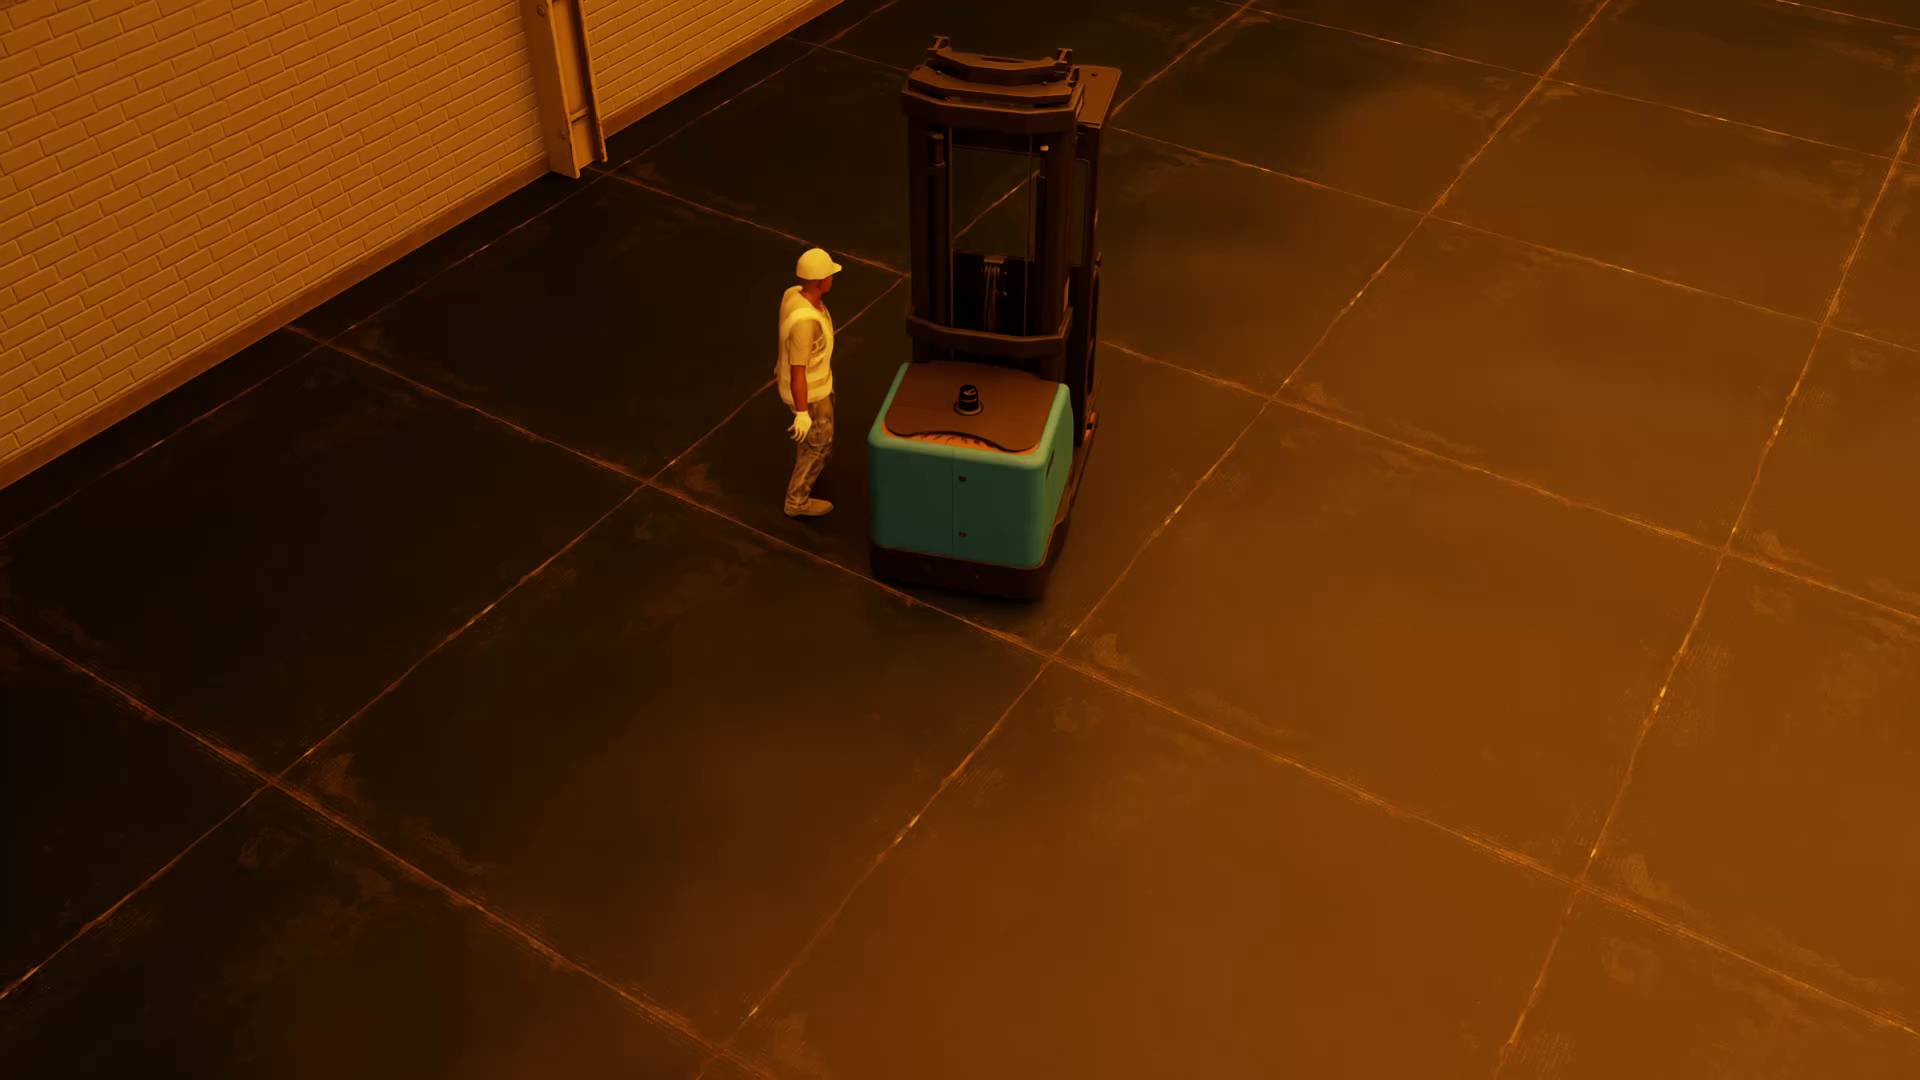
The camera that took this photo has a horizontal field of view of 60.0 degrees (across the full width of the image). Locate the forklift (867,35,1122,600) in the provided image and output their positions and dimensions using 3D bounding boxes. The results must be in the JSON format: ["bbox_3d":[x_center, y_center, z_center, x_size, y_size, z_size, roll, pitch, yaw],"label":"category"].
[{"bbox_3d":[0.305,-1.728,10.006,1.130,2.935,3.031,9,41,10],"label":"forklift"}]

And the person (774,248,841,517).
[{"bbox_3d":[-0.898,-0.942,10.013,0.458,1.744,0.894,-6,41,-7],"label":"person"}]
